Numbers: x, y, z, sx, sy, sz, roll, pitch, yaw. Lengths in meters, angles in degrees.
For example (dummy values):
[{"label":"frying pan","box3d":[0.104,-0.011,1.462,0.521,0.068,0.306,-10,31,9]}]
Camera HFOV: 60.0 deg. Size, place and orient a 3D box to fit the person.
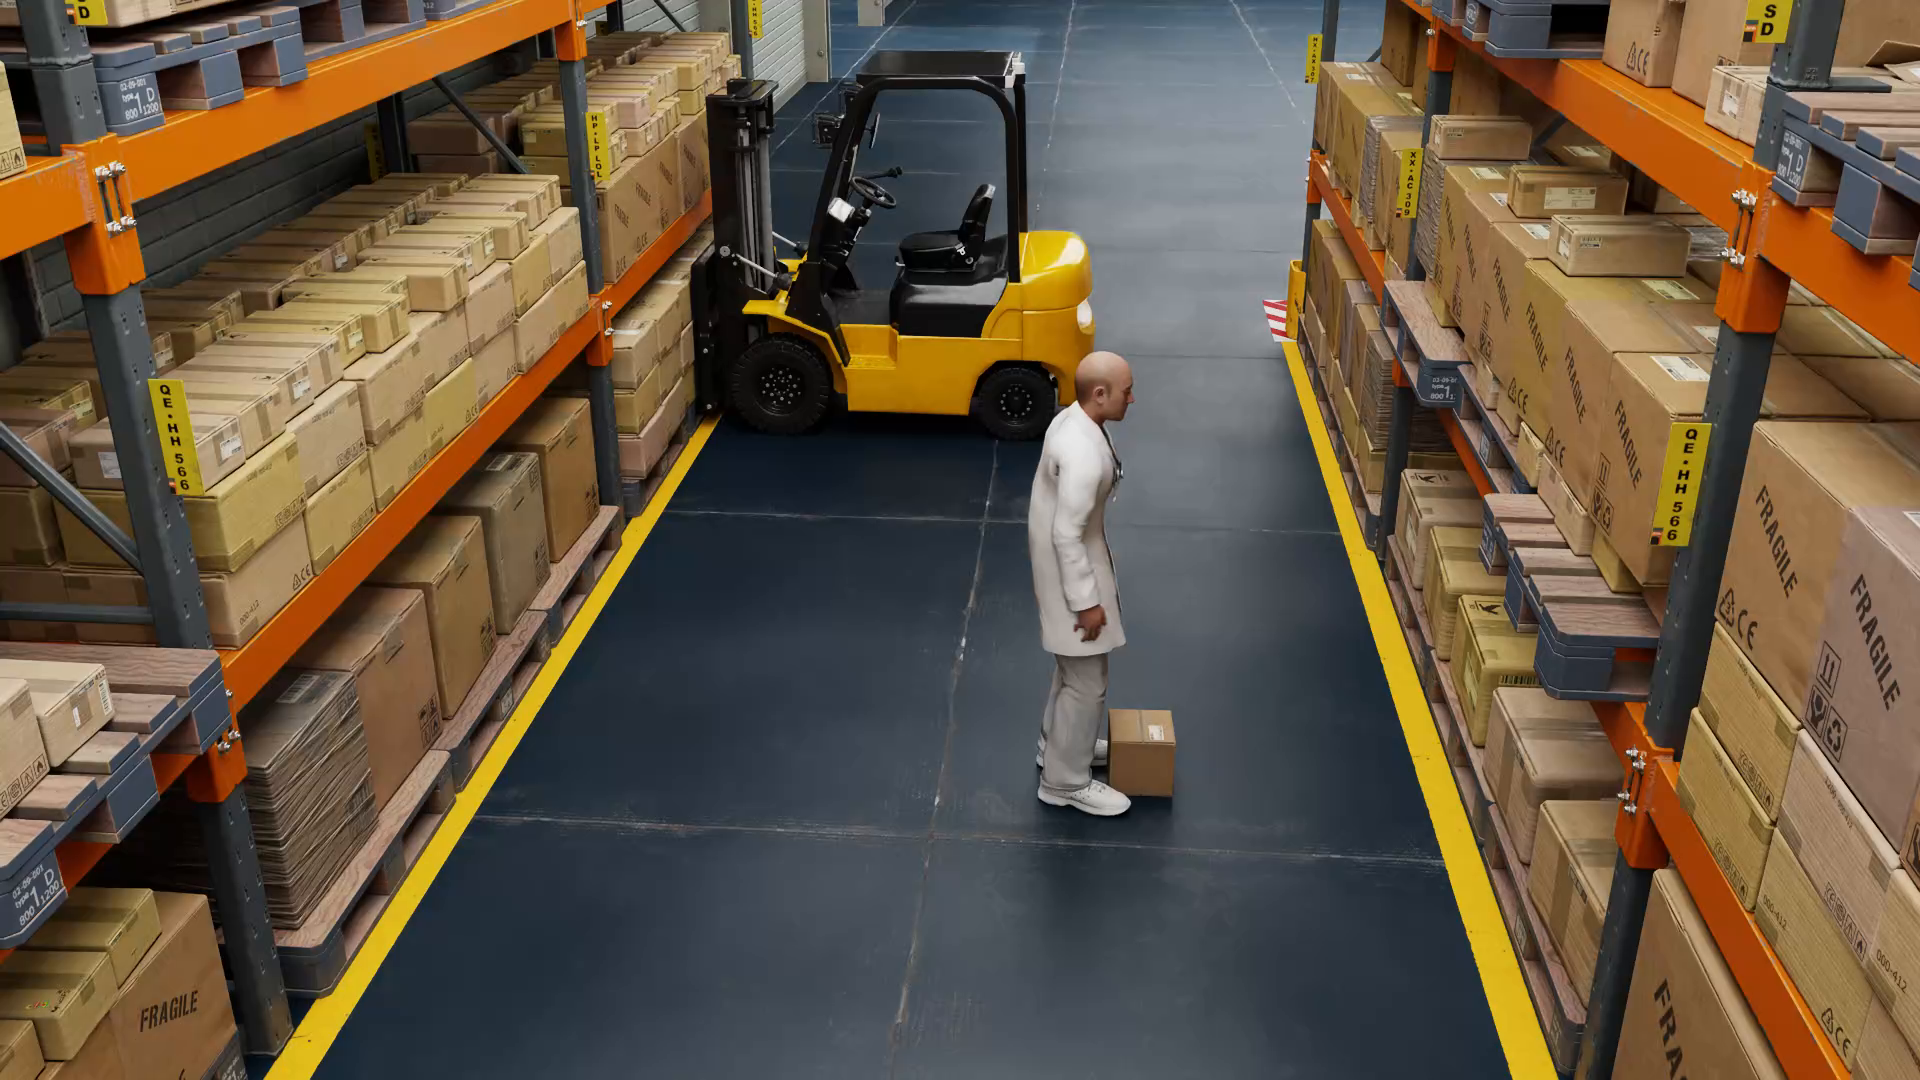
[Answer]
[{"label":"person","box3d":[0.467,0.145,6.300,0.427,1.774,0.643,2,24,4]}]
